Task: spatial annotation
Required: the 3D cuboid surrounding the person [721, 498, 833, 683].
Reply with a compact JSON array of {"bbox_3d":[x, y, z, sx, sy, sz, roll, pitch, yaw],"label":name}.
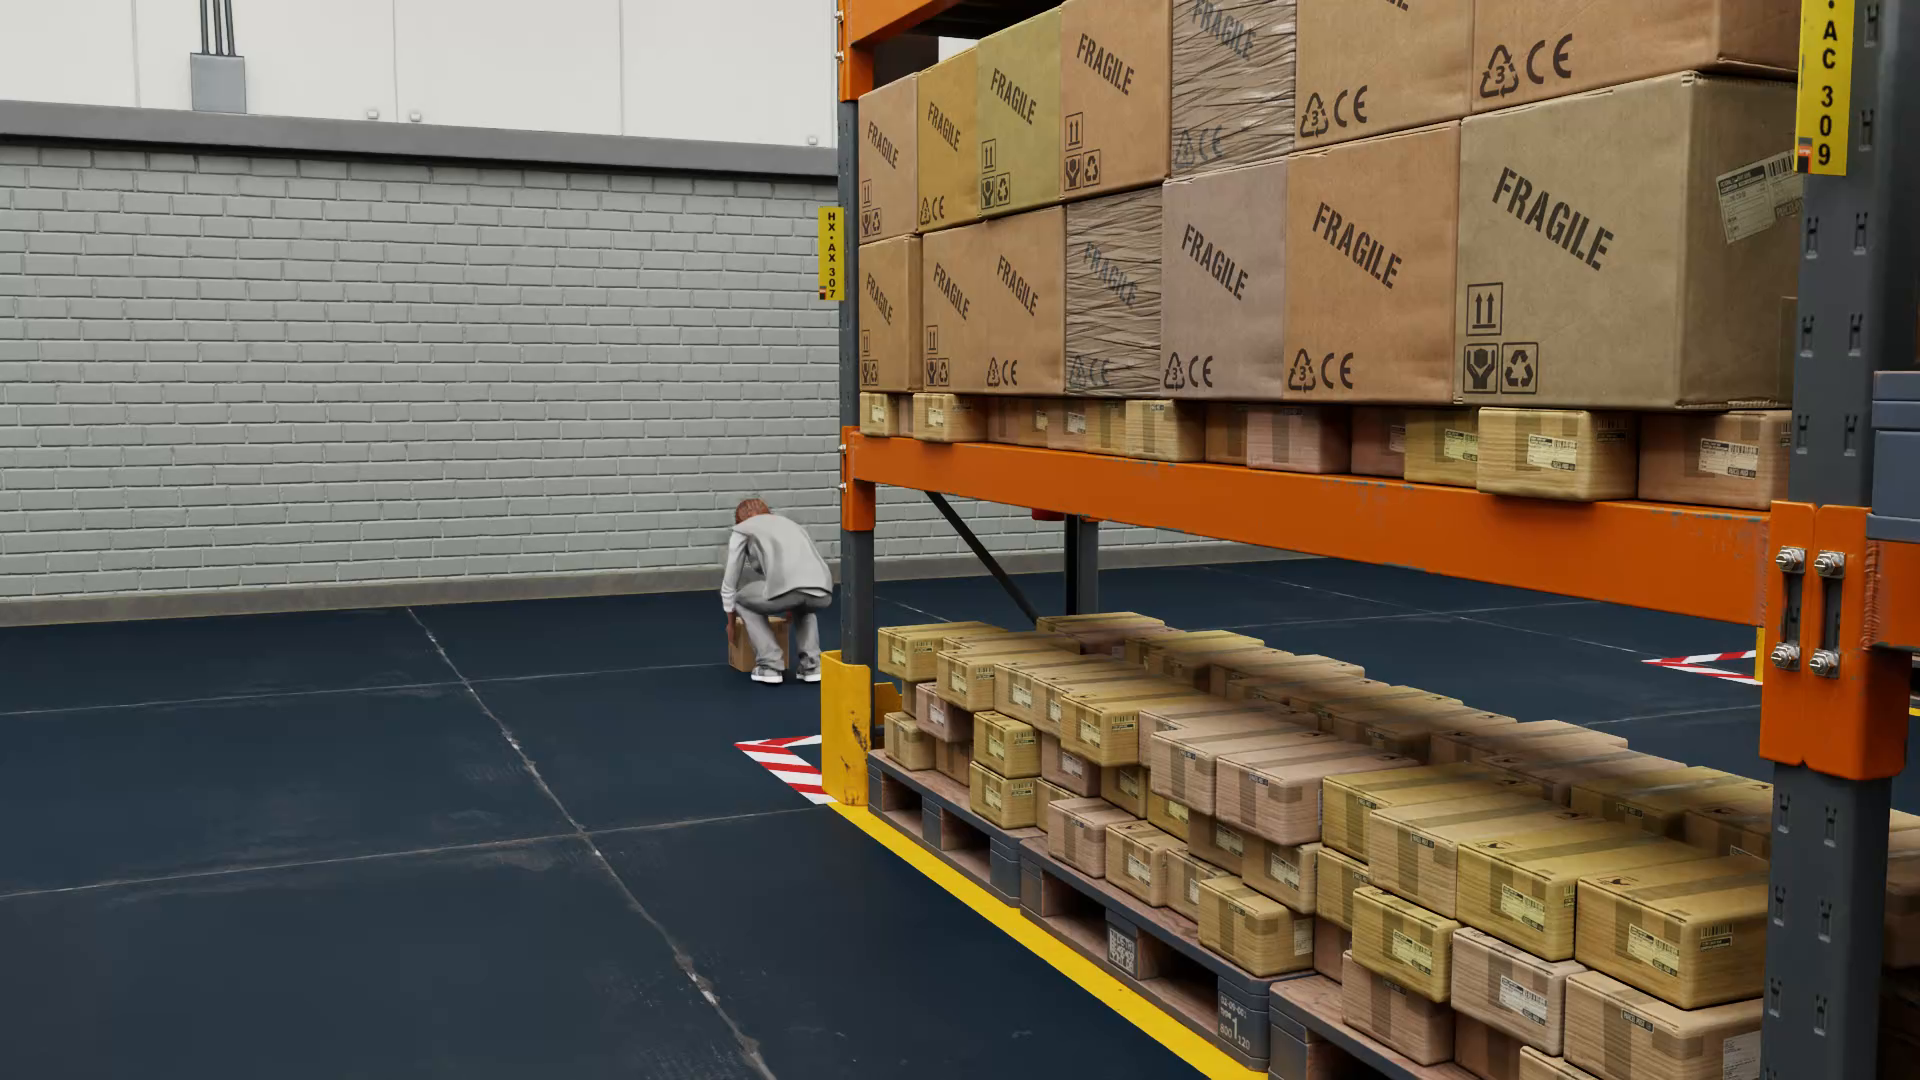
[{"bbox_3d":[-0.911,0.258,8.269,0.447,0.879,0.795,-2,6,-24],"label":"person"}]
